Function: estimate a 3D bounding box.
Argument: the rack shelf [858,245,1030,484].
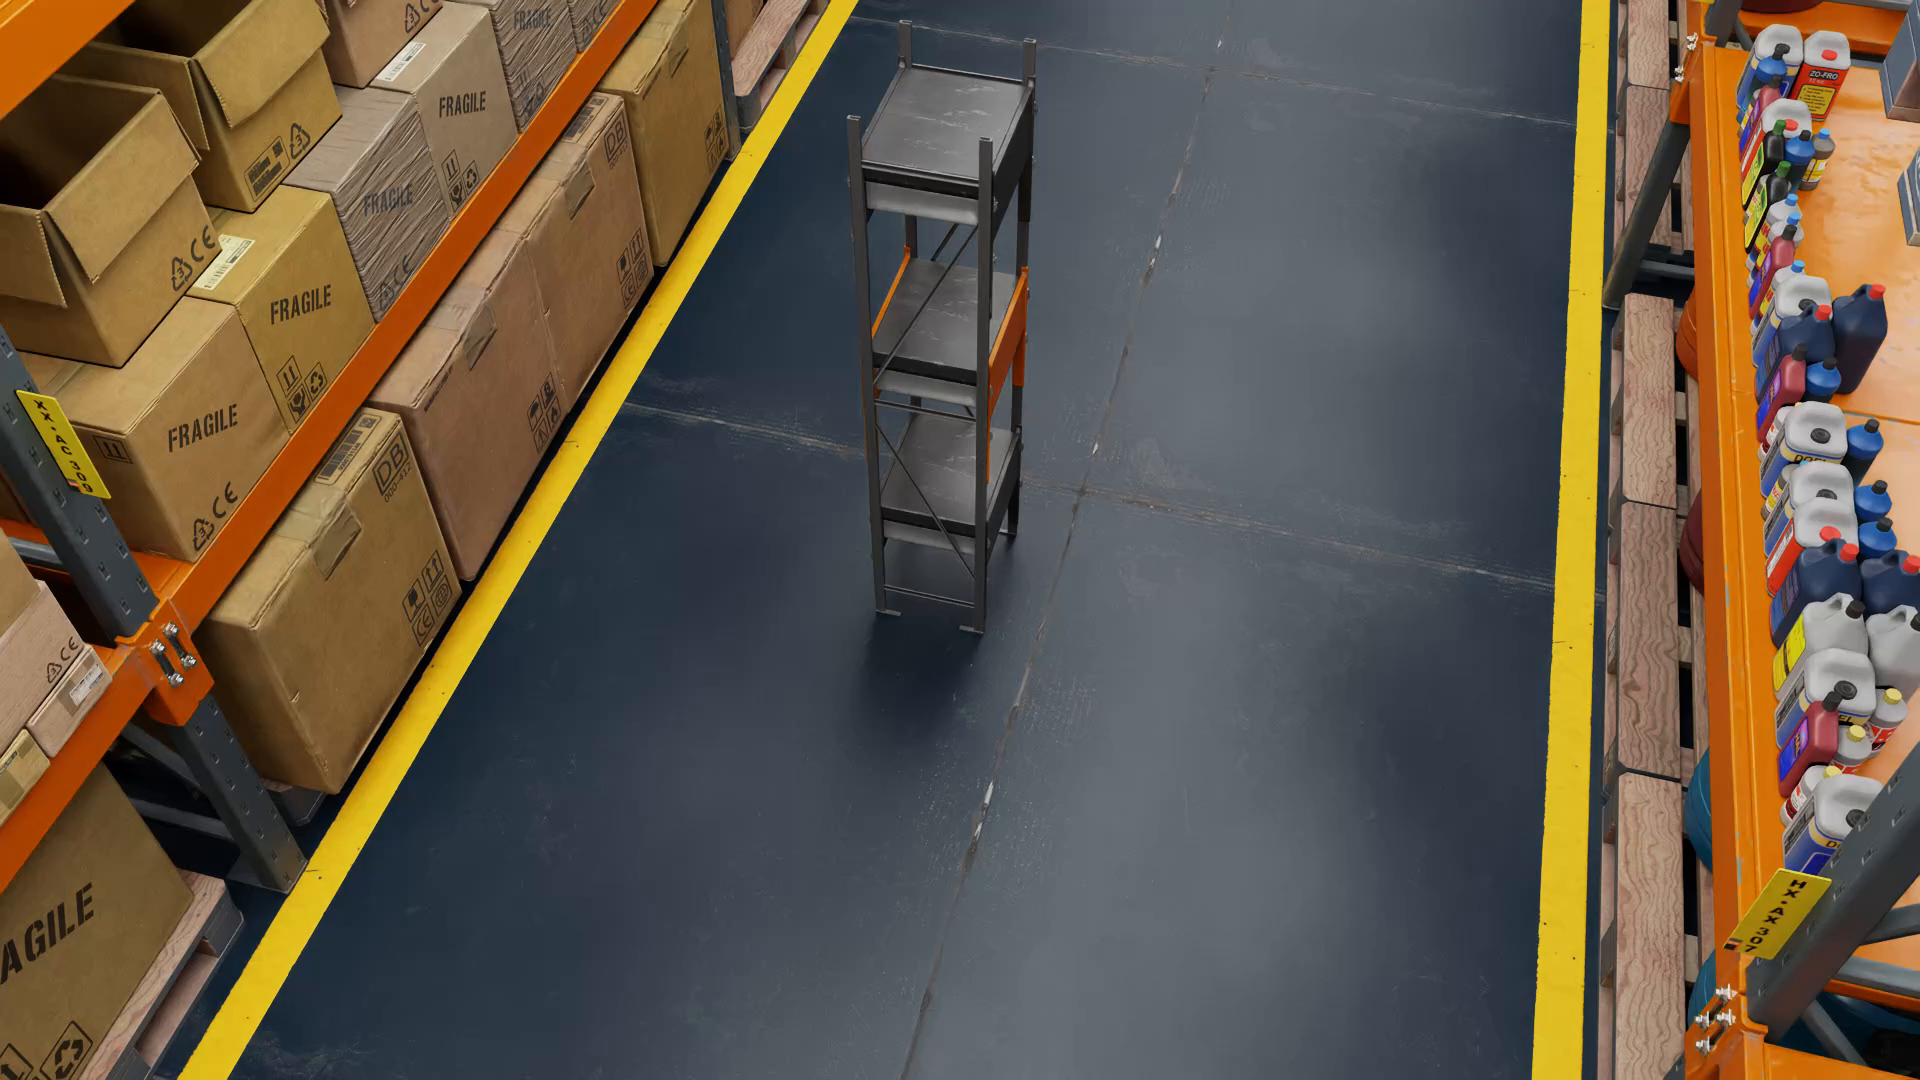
[{"bbox_3d":[-0.044,-0.566,5.367,0.431,0.518,0.480,12,50,10],"label":"rack shelf"}]

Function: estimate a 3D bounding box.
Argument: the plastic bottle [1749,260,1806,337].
[{"bbox_3d":[2.458,-0.721,4.971,0.097,0.271,0.097,0,49,0],"label":"plastic bottle"}]

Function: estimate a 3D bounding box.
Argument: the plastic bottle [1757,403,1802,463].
[{"bbox_3d":[2.313,-0.300,4.646,0.097,0.201,0.097,0,49,0],"label":"plastic bottle"}]

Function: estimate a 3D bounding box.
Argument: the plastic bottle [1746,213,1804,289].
[{"bbox_3d":[2.519,-0.888,5.119,0.097,0.271,0.097,0,49,0],"label":"plastic bottle"}]

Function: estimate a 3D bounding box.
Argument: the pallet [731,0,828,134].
[{"bbox_3d":[-1.326,-2.546,8.356,1.003,0.211,1.213,12,50,10],"label":"pallet"}]

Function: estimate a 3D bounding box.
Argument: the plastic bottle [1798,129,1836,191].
[{"bbox_3d":[2.823,-1.266,5.499,0.097,0.201,0.097,0,49,0],"label":"plastic bottle"}]

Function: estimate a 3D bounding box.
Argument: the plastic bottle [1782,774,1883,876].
[{"bbox_3d":[1.984,0.659,3.750,0.152,0.276,0.135,12,50,10],"label":"plastic bottle"}]

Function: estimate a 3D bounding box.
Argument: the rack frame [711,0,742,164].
[{"bbox_3d":[-1.533,-2.904,6.812,1.000,3.000,0.127,12,50,10],"label":"rack frame"}]

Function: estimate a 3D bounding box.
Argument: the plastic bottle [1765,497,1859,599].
[{"bbox_3d":[2.213,0.030,4.306,0.152,0.276,0.135,12,50,10],"label":"plastic bottle"}]

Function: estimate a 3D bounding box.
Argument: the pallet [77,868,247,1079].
[{"bbox_3d":[-2.862,1.447,4.832,1.003,0.211,1.213,12,50,10],"label":"pallet"}]

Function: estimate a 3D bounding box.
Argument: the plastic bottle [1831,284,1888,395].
[{"bbox_3d":[2.590,-0.610,4.821,0.144,0.351,0.185,12,50,10],"label":"plastic bottle"}]

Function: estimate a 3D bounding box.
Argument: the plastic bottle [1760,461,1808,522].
[{"bbox_3d":[2.252,-0.132,4.498,0.097,0.201,0.097,0,49,0],"label":"plastic bottle"}]

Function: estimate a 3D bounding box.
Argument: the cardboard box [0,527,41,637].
[{"bbox_3d":[-2.449,0.078,3.582,0.500,0.500,0.500,13,50,11],"label":"cardboard box"}]

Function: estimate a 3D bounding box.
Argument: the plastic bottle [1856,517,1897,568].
[{"bbox_3d":[2.338,0.043,4.298,0.097,0.271,0.097,0,49,0],"label":"plastic bottle"}]

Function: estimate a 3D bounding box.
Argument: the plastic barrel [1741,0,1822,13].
[{"bbox_3d":[3.075,-2.367,6.248,0.600,0.536,0.708,12,50,10],"label":"plastic barrel"}]

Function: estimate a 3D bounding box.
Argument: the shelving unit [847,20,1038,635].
[{"bbox_3d":[-0.044,-0.575,5.357,0.431,2.100,0.503,12,50,10],"label":"shelving unit"}]

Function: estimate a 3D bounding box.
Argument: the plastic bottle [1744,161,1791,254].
[{"bbox_3d":[2.557,-1.049,5.253,0.061,0.283,0.133,12,50,10],"label":"plastic bottle"}]

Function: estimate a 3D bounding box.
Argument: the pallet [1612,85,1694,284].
[{"bbox_3d":[3.486,-1.556,7.483,1.003,0.211,1.213,12,50,10],"label":"pallet"}]

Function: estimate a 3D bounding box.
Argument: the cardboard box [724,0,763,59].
[{"bbox_3d":[-1.376,-2.711,8.016,0.700,0.500,0.500,9,49,8],"label":"cardboard box"}]

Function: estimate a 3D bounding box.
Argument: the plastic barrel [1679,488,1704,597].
[{"bbox_3d":[2.835,-0.093,5.660,0.600,0.588,0.708,12,50,10],"label":"plastic barrel"}]

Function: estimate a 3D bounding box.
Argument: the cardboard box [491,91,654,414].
[{"bbox_3d":[-1.977,-1.201,6.447,1.225,0.875,0.875,12,50,10],"label":"cardboard box"}]

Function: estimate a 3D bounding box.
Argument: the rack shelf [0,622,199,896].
[{"bbox_3d":[-3.113,1.674,3.252,1.077,0.370,4.000,12,50,10],"label":"rack shelf"}]

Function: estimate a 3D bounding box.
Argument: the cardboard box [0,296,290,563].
[{"bbox_3d":[-2.224,-0.327,4.471,0.500,0.500,0.500,12,50,10],"label":"cardboard box"}]

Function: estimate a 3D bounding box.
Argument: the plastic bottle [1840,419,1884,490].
[{"bbox_3d":[2.435,-0.222,4.532,0.097,0.271,0.097,0,49,0],"label":"plastic bottle"}]

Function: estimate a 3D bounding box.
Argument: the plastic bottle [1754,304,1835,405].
[{"bbox_3d":[2.408,-0.543,4.762,0.144,0.351,0.185,12,50,10],"label":"plastic bottle"}]

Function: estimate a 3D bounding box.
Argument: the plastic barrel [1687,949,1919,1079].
[{"bbox_3d":[2.352,1.132,4.370,0.600,0.901,0.708,12,50,10],"label":"plastic barrel"}]

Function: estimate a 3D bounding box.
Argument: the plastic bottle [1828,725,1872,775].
[{"bbox_3d":[2.082,0.510,3.932,0.097,0.201,0.097,0,49,0],"label":"plastic bottle"}]

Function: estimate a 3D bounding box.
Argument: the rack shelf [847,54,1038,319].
[{"bbox_3d":[-0.044,-1.029,4.842,0.431,0.518,0.480,12,50,10],"label":"rack shelf"}]

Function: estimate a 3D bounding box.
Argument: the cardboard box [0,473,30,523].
[{"bbox_3d":[-2.727,-0.436,4.567,0.500,0.500,0.500,12,50,10],"label":"cardboard box"}]

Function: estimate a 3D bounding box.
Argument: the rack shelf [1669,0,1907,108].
[{"bbox_3d":[3.771,-3.135,7.496,1.077,0.370,4.000,12,50,10],"label":"rack shelf"}]

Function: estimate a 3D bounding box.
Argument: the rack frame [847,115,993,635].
[{"bbox_3d":[-0.108,-0.399,5.201,0.400,2.100,0.015,12,50,10],"label":"rack frame"}]

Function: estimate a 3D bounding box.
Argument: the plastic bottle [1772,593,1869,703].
[{"bbox_3d":[2.118,0.254,4.058,0.144,0.351,0.185,12,50,10],"label":"plastic bottle"}]

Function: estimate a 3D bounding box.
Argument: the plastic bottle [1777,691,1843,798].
[{"bbox_3d":[2.001,0.480,3.903,0.061,0.283,0.133,12,50,10],"label":"plastic bottle"}]

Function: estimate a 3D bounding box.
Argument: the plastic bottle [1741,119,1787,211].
[{"bbox_3d":[2.618,-1.216,5.400,0.061,0.283,0.133,12,50,10],"label":"plastic bottle"}]

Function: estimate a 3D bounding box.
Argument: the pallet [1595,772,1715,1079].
[{"bbox_3d":[2.435,1.340,4.927,1.003,0.211,1.213,12,50,10],"label":"pallet"}]

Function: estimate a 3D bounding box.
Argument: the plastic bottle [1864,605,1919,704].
[{"bbox_3d":[2.257,0.282,4.033,0.144,0.351,0.185,12,50,10],"label":"plastic bottle"}]

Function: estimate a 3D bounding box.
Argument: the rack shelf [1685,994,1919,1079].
[{"bbox_3d":[1.666,2.651,2.389,1.077,0.370,4.000,12,50,10],"label":"rack shelf"}]

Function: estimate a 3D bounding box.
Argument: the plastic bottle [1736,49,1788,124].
[{"bbox_3d":[2.762,-1.556,5.709,0.097,0.271,0.097,0,49,0],"label":"plastic bottle"}]

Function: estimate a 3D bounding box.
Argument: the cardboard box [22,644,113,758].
[{"bbox_3d":[-2.350,0.358,4.101,0.380,0.149,0.250,12,50,10],"label":"cardboard box"}]

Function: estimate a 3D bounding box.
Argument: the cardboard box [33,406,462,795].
[{"bbox_3d":[-2.437,0.087,5.310,1.225,0.875,0.875,12,50,10],"label":"cardboard box"}]

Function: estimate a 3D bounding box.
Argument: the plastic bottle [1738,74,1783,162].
[{"bbox_3d":[2.689,-1.410,5.572,0.061,0.283,0.133,12,50,10],"label":"plastic bottle"}]

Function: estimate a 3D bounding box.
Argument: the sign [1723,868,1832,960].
[{"bbox_3d":[1.662,0.765,3.389,0.100,0.325,0.005,12,50,10],"label":"sign"}]

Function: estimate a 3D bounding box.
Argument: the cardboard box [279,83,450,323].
[{"bbox_3d":[-1.960,-1.053,5.112,0.500,0.500,0.500,11,49,9],"label":"cardboard box"}]

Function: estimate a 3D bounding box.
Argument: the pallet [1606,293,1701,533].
[{"bbox_3d":[3.078,-0.425,6.485,1.003,0.211,1.213,12,50,10],"label":"pallet"}]

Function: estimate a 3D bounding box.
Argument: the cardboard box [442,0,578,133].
[{"bbox_3d":[-1.695,-1.795,5.767,0.500,0.500,0.500,10,49,9],"label":"cardboard box"}]

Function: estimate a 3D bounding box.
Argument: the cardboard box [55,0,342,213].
[{"bbox_3d":[-2.234,-1.333,4.690,0.797,0.503,0.637,12,50,10],"label":"cardboard box"}]
